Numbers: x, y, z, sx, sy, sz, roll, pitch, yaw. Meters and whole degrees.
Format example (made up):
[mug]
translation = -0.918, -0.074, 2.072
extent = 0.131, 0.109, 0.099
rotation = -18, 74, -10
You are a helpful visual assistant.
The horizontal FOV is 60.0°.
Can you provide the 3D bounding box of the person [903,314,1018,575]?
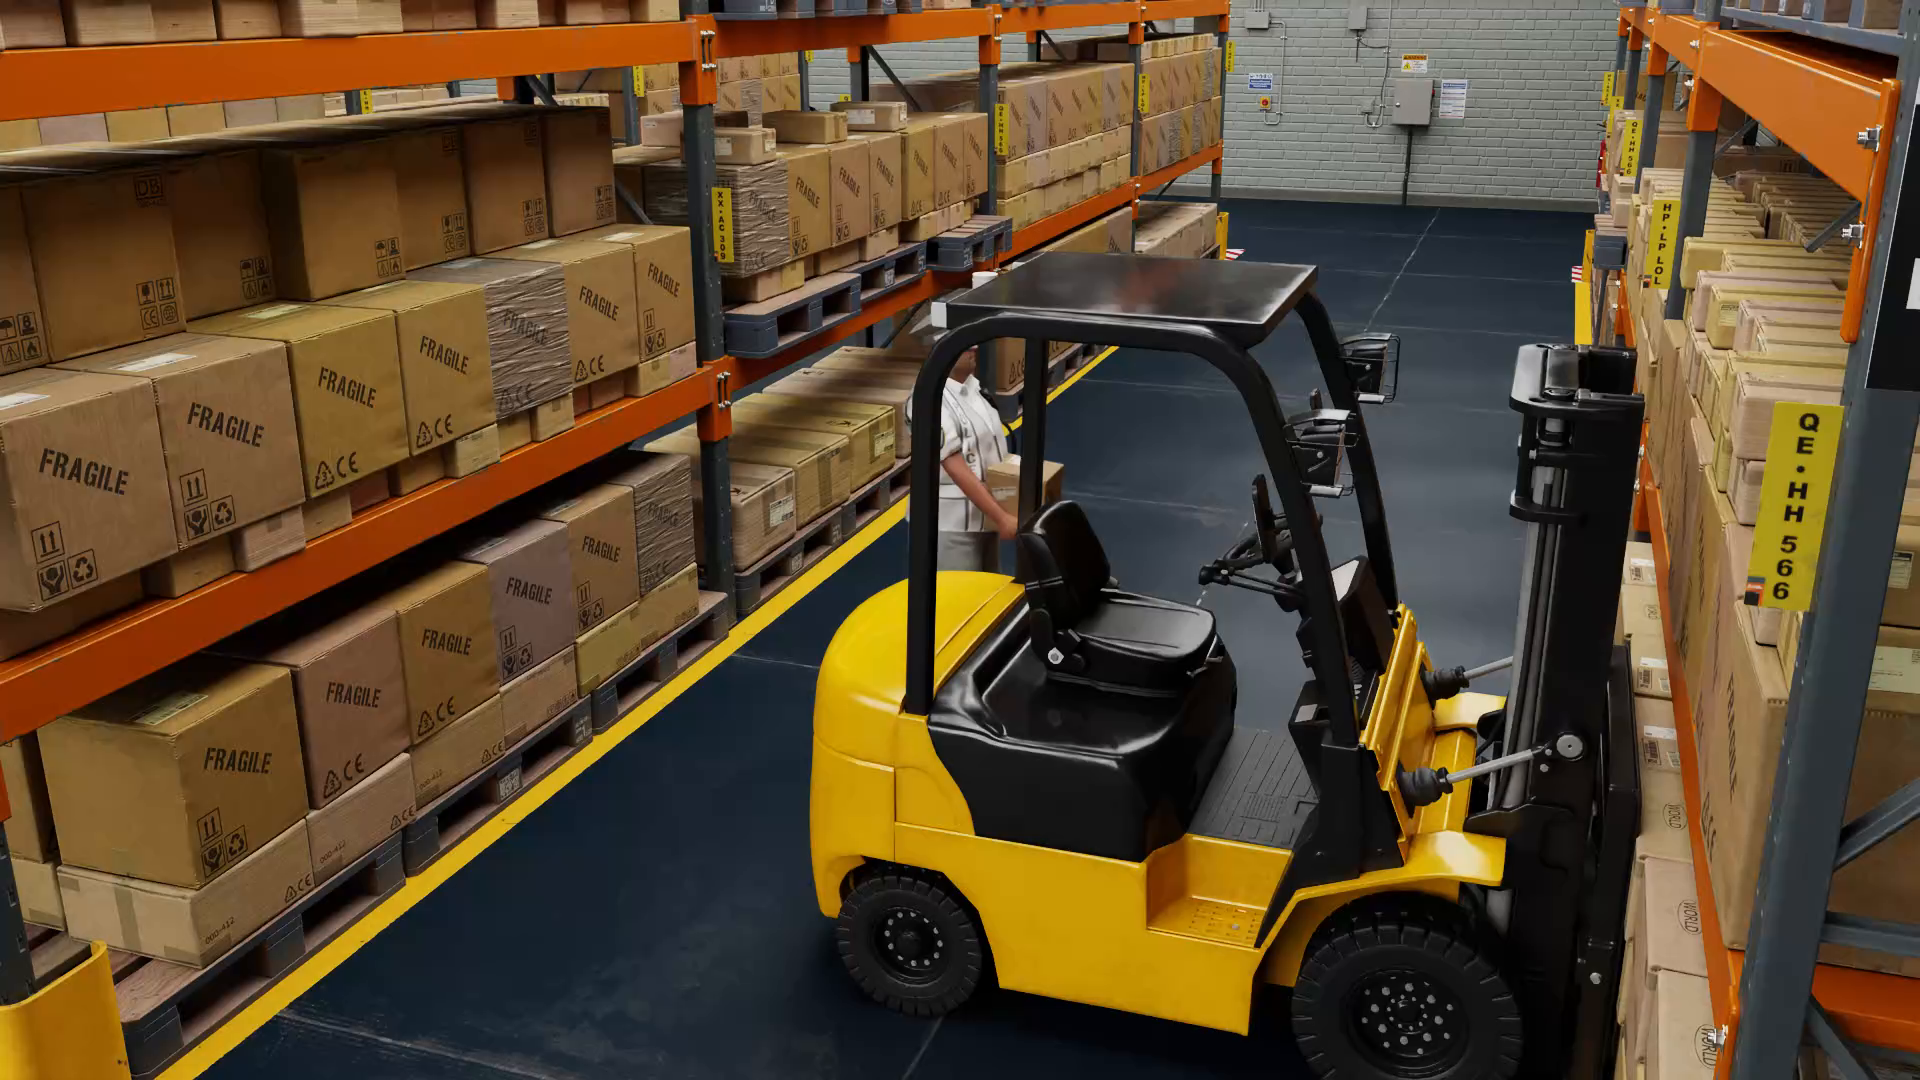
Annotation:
[person]
translation = 0.074, -0.077, 6.746
extent = 0.573, 1.767, 0.494
rotation = 6, 20, 18
